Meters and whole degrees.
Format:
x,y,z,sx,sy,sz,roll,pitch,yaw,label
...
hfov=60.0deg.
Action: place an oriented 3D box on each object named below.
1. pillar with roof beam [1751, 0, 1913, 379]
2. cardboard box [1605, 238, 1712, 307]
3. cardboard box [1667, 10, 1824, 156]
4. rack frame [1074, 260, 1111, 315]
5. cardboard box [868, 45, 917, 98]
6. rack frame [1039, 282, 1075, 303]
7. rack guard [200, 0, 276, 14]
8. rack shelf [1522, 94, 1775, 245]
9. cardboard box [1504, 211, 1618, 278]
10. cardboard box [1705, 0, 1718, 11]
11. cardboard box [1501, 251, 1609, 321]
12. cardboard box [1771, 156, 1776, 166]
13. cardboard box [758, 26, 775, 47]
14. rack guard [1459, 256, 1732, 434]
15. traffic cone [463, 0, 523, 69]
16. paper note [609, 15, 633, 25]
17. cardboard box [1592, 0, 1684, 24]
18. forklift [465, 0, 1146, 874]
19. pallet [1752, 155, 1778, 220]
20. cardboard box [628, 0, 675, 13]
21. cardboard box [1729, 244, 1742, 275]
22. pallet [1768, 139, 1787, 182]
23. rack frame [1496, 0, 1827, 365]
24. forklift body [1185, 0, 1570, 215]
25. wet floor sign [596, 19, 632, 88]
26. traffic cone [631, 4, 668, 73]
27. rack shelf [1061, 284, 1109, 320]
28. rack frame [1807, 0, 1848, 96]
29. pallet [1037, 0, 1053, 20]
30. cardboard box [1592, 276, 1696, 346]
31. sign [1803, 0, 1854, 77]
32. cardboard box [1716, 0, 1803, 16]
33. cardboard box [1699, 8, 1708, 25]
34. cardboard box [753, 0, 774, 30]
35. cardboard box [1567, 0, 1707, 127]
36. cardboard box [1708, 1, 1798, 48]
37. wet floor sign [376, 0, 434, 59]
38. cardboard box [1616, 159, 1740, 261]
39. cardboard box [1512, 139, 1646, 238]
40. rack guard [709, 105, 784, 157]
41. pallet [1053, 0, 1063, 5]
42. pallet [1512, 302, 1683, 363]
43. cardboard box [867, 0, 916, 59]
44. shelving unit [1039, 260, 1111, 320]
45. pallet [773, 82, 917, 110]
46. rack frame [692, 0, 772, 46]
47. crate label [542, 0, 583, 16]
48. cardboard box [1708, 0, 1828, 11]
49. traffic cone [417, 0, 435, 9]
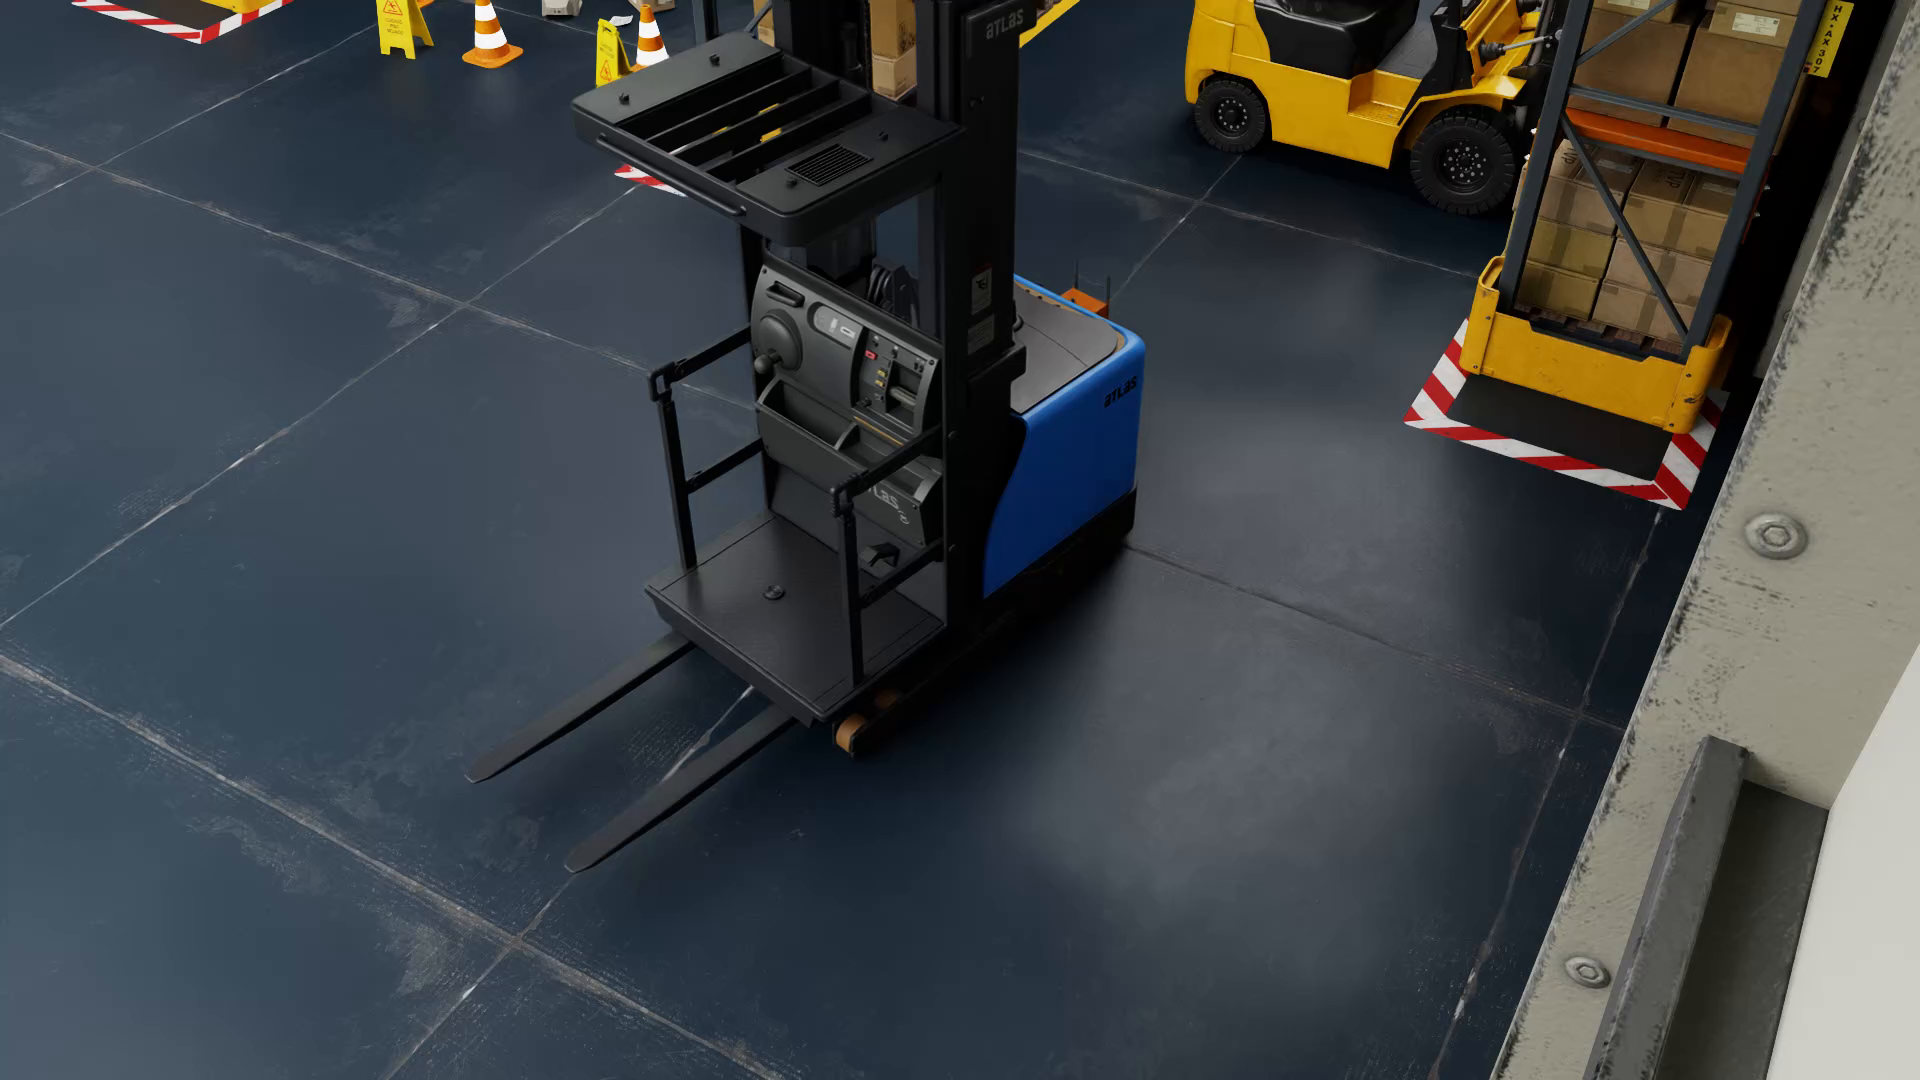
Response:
x,y,z,sx,sy,sz,roll,pitch,yaw,label
0.561,-5.709,7.239,9.100,9.000,0.400,21,45,22,pillar with roof beam
3.574,-1.447,8.324,0.500,0.250,0.500,22,46,23,cardboard box
3.648,-2.163,7.676,0.500,0.500,0.500,22,46,23,cardboard box
0.587,-0.803,7.683,0.200,1.050,0.008,32,50,31,rack frame
-0.497,-3.069,10.543,0.500,0.250,0.500,21,45,22,cardboard box
0.421,-0.685,7.549,0.200,1.050,0.008,32,50,31,rack frame
-5.488,-4.200,11.957,1.175,0.500,0.348,21,45,22,rack guard
4.160,-2.808,9.029,1.077,0.370,4.000,21,45,22,rack shelf
3.132,-1.629,8.530,0.500,0.250,0.500,20,45,22,cardboard box
3.622,-2.485,7.551,0.380,0.149,0.250,21,45,22,cardboard box
3.121,-1.432,8.685,0.500,0.250,0.500,21,46,22,cardboard box
4.589,-2.426,9.814,0.500,0.250,0.500,21,46,22,cardboard box
-0.957,-3.264,10.765,0.500,0.250,0.500,21,45,22,cardboard box
3.147,-0.982,8.302,1.175,0.500,0.348,21,45,22,rack guard
-3.173,-3.466,11.151,0.336,0.463,0.334,21,45,22,traffic cone
-2.391,-3.658,11.696,0.148,0.019,0.142,7,42,8,paper note
3.090,-2.505,7.574,0.380,0.149,0.250,22,46,23,cardboard box
-0.583,-0.634,6.068,1.130,2.935,3.031,32,50,31,forklift
4.117,-2.034,9.715,1.003,0.211,1.213,21,45,22,pallet
-2.234,-3.921,11.905,0.250,0.149,0.380,-21,45,-22,cardboard box
3.850,-1.555,8.825,0.500,0.250,0.500,21,46,22,cardboard box
4.727,-2.735,10.511,1.003,0.211,1.213,21,45,22,pallet
3.159,-1.933,7.491,1.000,3.000,0.127,21,45,22,rack frame
2.529,-3.303,9.689,2.313,2.155,1.214,21,45,22,forklift body
-2.162,-2.934,10.410,0.232,0.644,0.267,-29,49,-29,wet floor sign
-2.042,-3.293,10.955,0.336,0.463,0.334,21,45,22,traffic cone
0.504,-0.949,7.436,0.215,0.259,0.240,32,50,31,rack shelf
5.161,-4.222,10.090,1.000,3.000,0.127,21,45,22,rack frame
-0.054,-3.718,11.628,1.003,0.211,1.213,21,45,22,pallet
3.574,-1.275,8.507,0.500,0.250,0.500,21,46,22,cardboard box
3.637,-2.101,6.967,0.100,0.325,0.005,21,45,22,sign
3.512,-2.448,7.284,0.380,0.149,0.250,20,45,21,cardboard box
3.446,-2.633,8.210,0.500,0.500,0.500,22,46,23,cardboard box
-0.965,-3.525,10.494,0.500,0.500,0.500,21,46,22,cardboard box
3.178,-2.339,7.877,0.500,0.500,0.500,20,45,21,cardboard box
3.553,-2.323,7.367,0.380,0.149,0.250,20,45,21,cardboard box
-3.777,-3.597,11.162,0.267,0.644,0.232,14,43,15,wet floor sign
3.564,-1.647,8.172,0.500,0.250,0.500,20,45,21,cardboard box
3.120,-1.801,8.347,0.500,0.250,0.500,22,46,23,cardboard box
-1.102,-2.678,10.229,1.175,0.500,0.348,21,45,22,rack guard
0.556,-4.419,12.424,1.003,0.211,1.213,21,45,22,pallet
3.506,-1.338,8.926,1.003,0.211,1.213,21,45,22,pallet
-0.486,-3.364,10.311,0.500,0.500,0.500,19,45,21,cardboard box
0.504,-0.744,7.616,0.215,1.050,0.252,32,50,31,shelving unit
-0.665,-3.023,10.839,1.003,0.211,1.213,21,45,22,pallet
-1.140,-3.573,9.353,1.000,3.000,0.127,21,45,22,rack frame
-2.833,-3.814,11.793,0.250,0.136,0.298,0,41,0,crate label
3.889,-2.468,8.023,0.500,0.500,0.500,22,46,23,cardboard box
-3.981,-4.034,11.797,0.336,0.463,0.334,21,45,22,traffic cone
